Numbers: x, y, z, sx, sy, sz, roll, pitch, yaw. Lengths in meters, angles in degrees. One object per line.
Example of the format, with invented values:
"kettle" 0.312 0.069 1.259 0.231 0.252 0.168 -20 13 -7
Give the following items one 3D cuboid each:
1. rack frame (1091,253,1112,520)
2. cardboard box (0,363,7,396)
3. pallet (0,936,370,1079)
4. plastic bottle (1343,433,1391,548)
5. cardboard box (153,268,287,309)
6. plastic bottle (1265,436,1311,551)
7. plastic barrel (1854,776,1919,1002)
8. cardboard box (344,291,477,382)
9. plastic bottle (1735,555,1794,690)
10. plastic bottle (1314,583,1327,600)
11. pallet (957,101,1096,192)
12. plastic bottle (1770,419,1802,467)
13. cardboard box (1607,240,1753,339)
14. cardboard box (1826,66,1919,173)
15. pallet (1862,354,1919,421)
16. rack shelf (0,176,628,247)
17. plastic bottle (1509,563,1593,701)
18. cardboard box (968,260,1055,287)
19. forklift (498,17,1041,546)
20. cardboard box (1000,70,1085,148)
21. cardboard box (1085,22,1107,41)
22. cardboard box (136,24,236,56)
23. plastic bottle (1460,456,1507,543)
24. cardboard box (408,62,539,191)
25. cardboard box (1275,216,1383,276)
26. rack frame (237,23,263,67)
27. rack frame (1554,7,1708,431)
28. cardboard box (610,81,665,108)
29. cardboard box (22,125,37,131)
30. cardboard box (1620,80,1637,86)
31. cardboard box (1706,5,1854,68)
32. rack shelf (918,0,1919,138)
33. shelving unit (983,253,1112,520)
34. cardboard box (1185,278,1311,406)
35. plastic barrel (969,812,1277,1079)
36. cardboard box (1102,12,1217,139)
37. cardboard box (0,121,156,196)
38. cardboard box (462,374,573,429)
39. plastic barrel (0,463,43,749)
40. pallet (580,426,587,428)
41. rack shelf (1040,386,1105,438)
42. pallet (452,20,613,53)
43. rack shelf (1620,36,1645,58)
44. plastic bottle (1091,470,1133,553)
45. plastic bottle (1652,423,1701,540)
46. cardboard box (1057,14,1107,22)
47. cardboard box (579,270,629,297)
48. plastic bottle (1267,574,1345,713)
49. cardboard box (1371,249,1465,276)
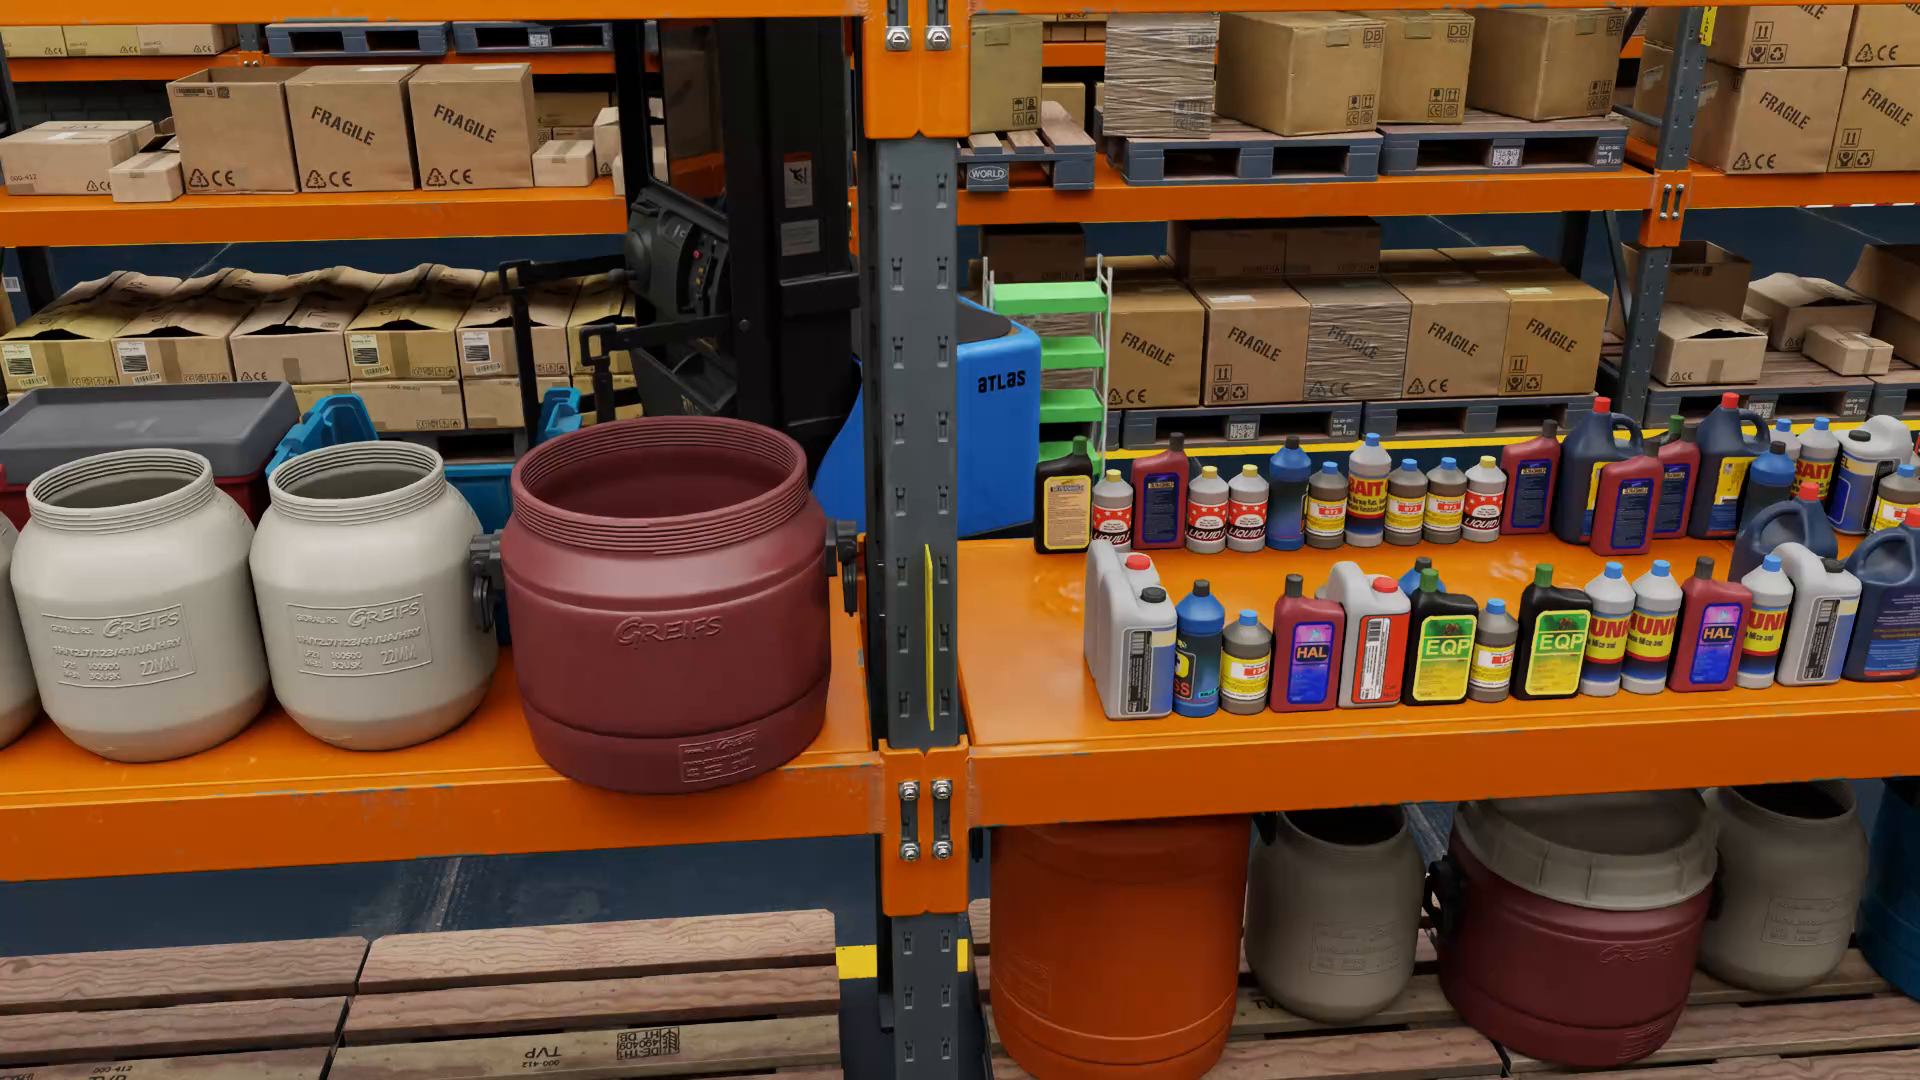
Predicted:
"rack frame" 0.602 -0.613 7.151 0.015 1.200 0.240 -3 24 -6
"cardboard box" -5.071 -0.855 8.348 0.500 0.250 0.500 -2 24 -5
"pallet" -2.102 1.364 3.921 1.213 0.211 1.003 -2 24 -5
"plastic bottle" 0.979 -0.124 3.995 0.097 0.271 0.097 0 24 0
"cardboard box" -3.687 -1.162 8.350 0.500 0.311 0.500 -2 24 -4
"plastic bottle" 0.785 -0.117 3.978 0.097 0.271 0.097 0 24 0
"plastic barrel" 2.617 0.678 4.099 0.708 0.901 0.600 -2 24 -5
"cardboard box" -2.614 -0.985 7.950 0.500 0.311 0.500 -2 24 -4
"plastic bottle" 1.614 0.160 3.356 0.097 0.271 0.097 0 24 0
"plastic bottle" 0.776 0.163 3.434 0.097 0.201 0.097 0 24 0
"pallet" 0.069 -1.943 8.164 1.003 0.211 1.213 -2 24 -5
"plastic bottle" 2.000 -0.165 4.087 0.097 0.271 0.097 0 24 0
"cardboard box" 3.921 -1.331 9.087 0.500 0.500 0.500 -2 24 -5
"cardboard box" 4.425 -2.112 8.186 0.500 0.500 0.500 -2 24 -4
"pallet" 5.282 -0.937 9.099 1.213 0.211 1.003 -2 24 -5
"rack shelf" -2.589 -1.566 7.967 4.000 0.370 1.077 -2 24 -5
"plastic bottle" 1.175 0.179 3.297 0.133 0.283 0.061 -2 24 -5
"cardboard box" 0.309 -1.166 8.716 0.500 0.500 0.500 -1 24 -3
"forklift" -1.209 -1.030 5.959 3.031 2.935 1.130 -13 27 -27
"cardboard box" 0.528 -3.195 12.875 0.750 0.750 0.750 -2 24 -5
"cardboard box" 1.049 -3.864 12.535 0.250 0.149 0.380 -2 24 -3
"cardboard box" -5.512 -3.617 11.854 0.500 0.250 0.500 -2 24 -5
"plastic bottle" 1.269 -0.104 4.036 0.097 0.201 0.097 0 24 0
"cardboard box" -2.267 -1.947 7.814 0.500 0.500 0.500 -4 24 -8
"cardboard box" 1.881 -1.575 8.714 0.500 0.250 0.500 -2 24 -5
"rack frame" -5.070 -3.817 12.145 0.127 3.000 1.000 -2 24 -5
"rack frame" 3.382 -2.135 8.359 0.127 3.000 1.000 -2 24 -5
"cardboard box" -2.374 -3.331 12.664 0.500 0.250 0.500 -2 24 -4
"cardboard box" -7.051 -2.740 12.256 0.500 0.500 0.700 -4 24 -8
"cardboard box" 5.537 -3.630 13.485 0.250 0.149 0.380 -2 24 -5
"cardboard box" 3.878 -2.542 7.922 0.500 0.500 0.500 -2 24 -4
"rack shelf" 1.875 -1.094 3.212 4.000 0.370 1.077 -2 24 -5
"shelving unit" 0.360 -0.602 7.126 0.503 1.200 0.258 -3 24 -6
"cardboard box" 1.421 -1.000 8.344 0.500 0.500 0.500 -3 24 -7
"plastic barrel" 0.369 0.801 3.910 0.708 0.830 0.600 -2 24 -5
"cardboard box" 0.946 -2.243 7.962 0.500 0.500 0.700 2 24 5
"cardboard box" -4.094 -1.784 7.755 0.500 0.250 0.500 -1 24 -2
"cardboard box" -2.112 -0.750 8.112 0.500 0.250 0.500 -2 24 -4
"plastic barrel" -1.962 0.129 3.100 0.433 0.535 0.433 0 24 0
"pallet" -1.422 -0.684 8.528 1.213 0.211 1.003 -2 24 -5
"rack shelf" 0.360 -0.543 7.152 0.480 0.148 0.258 -3 24 -6
"pallet" -3.055 -3.794 12.328 1.213 0.211 1.003 -2 24 -5
"rack shelf" 4.882 -3.888 13.190 4.000 0.370 1.077 -2 24 -5
"plastic bottle" 0.362 -0.068 3.954 0.097 0.201 0.097 0 24 0
"plastic bottle" 1.705 -0.142 4.019 0.133 0.283 0.061 -2 24 -5
"cardboard box" 0.953 -4.144 12.367 0.500 0.500 0.500 -2 24 -4
"cardboard box" -1.671 -1.240 8.525 0.500 0.311 0.500 -3 24 -6
"plastic bottle" 0.678 0.199 3.252 0.133 0.283 0.061 -2 24 -5
"cardboard box" 2.347 -1.247 8.898 0.500 0.500 0.500 -2 24 -4
